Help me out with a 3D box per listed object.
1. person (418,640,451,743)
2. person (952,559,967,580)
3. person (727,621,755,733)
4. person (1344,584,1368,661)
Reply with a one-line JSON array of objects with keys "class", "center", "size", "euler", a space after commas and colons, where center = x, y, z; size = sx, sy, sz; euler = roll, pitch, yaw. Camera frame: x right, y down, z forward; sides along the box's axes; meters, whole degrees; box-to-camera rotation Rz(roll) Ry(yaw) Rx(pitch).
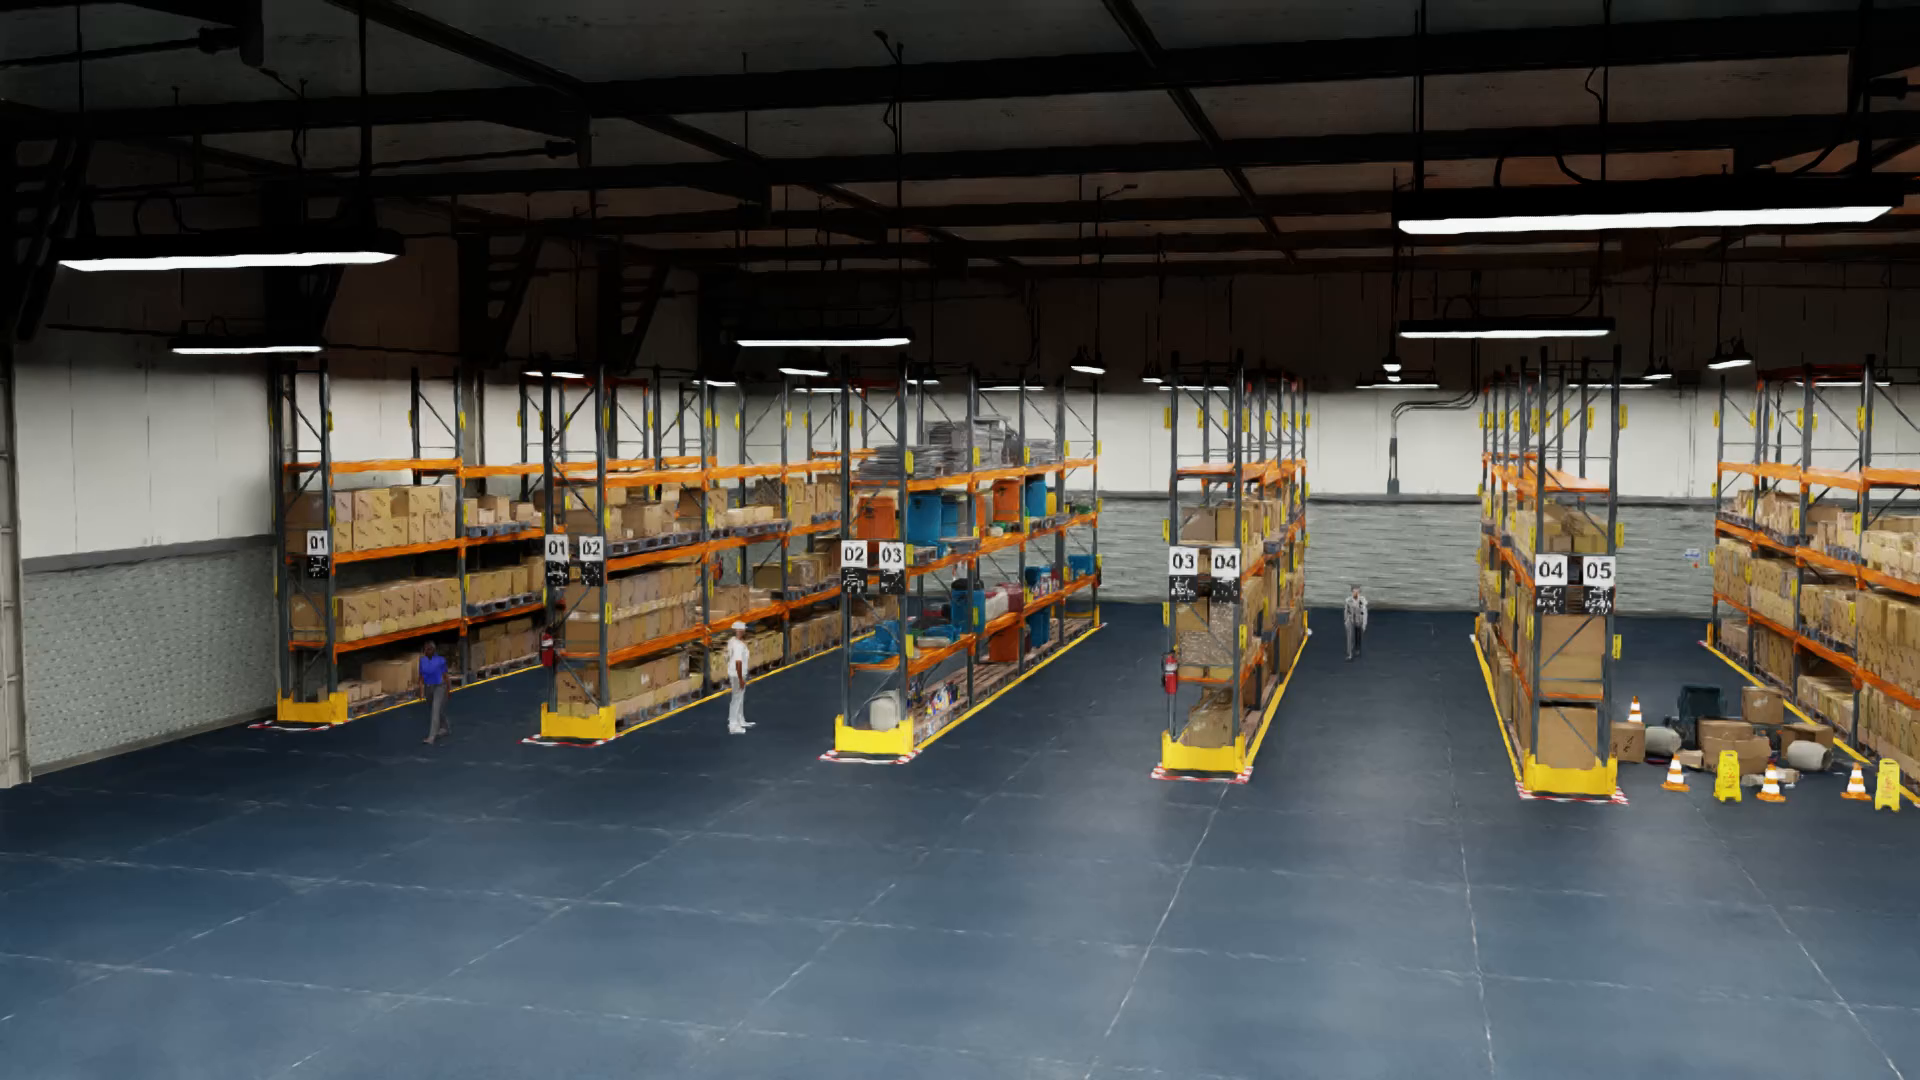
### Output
[{"class": "person", "center": [-8.222, 2.333, 25.931], "size": [0.450, 1.572, 1.089], "euler": [1, 4, 12]}, {"class": "person", "center": [0.112, 1.061, 42.835], "size": [0.677, 1.742, 0.552], "euler": [1, 4, 13]}, {"class": "person", "center": [-3.520, 2.176, 26.764], "size": [0.464, 1.772, 0.645], "euler": [-1, 4, -13]}, {"class": "person", "center": [8.266, 1.693, 34.713], "size": [0.488, 1.590, 1.089], "euler": [1, 4, 13]}]
